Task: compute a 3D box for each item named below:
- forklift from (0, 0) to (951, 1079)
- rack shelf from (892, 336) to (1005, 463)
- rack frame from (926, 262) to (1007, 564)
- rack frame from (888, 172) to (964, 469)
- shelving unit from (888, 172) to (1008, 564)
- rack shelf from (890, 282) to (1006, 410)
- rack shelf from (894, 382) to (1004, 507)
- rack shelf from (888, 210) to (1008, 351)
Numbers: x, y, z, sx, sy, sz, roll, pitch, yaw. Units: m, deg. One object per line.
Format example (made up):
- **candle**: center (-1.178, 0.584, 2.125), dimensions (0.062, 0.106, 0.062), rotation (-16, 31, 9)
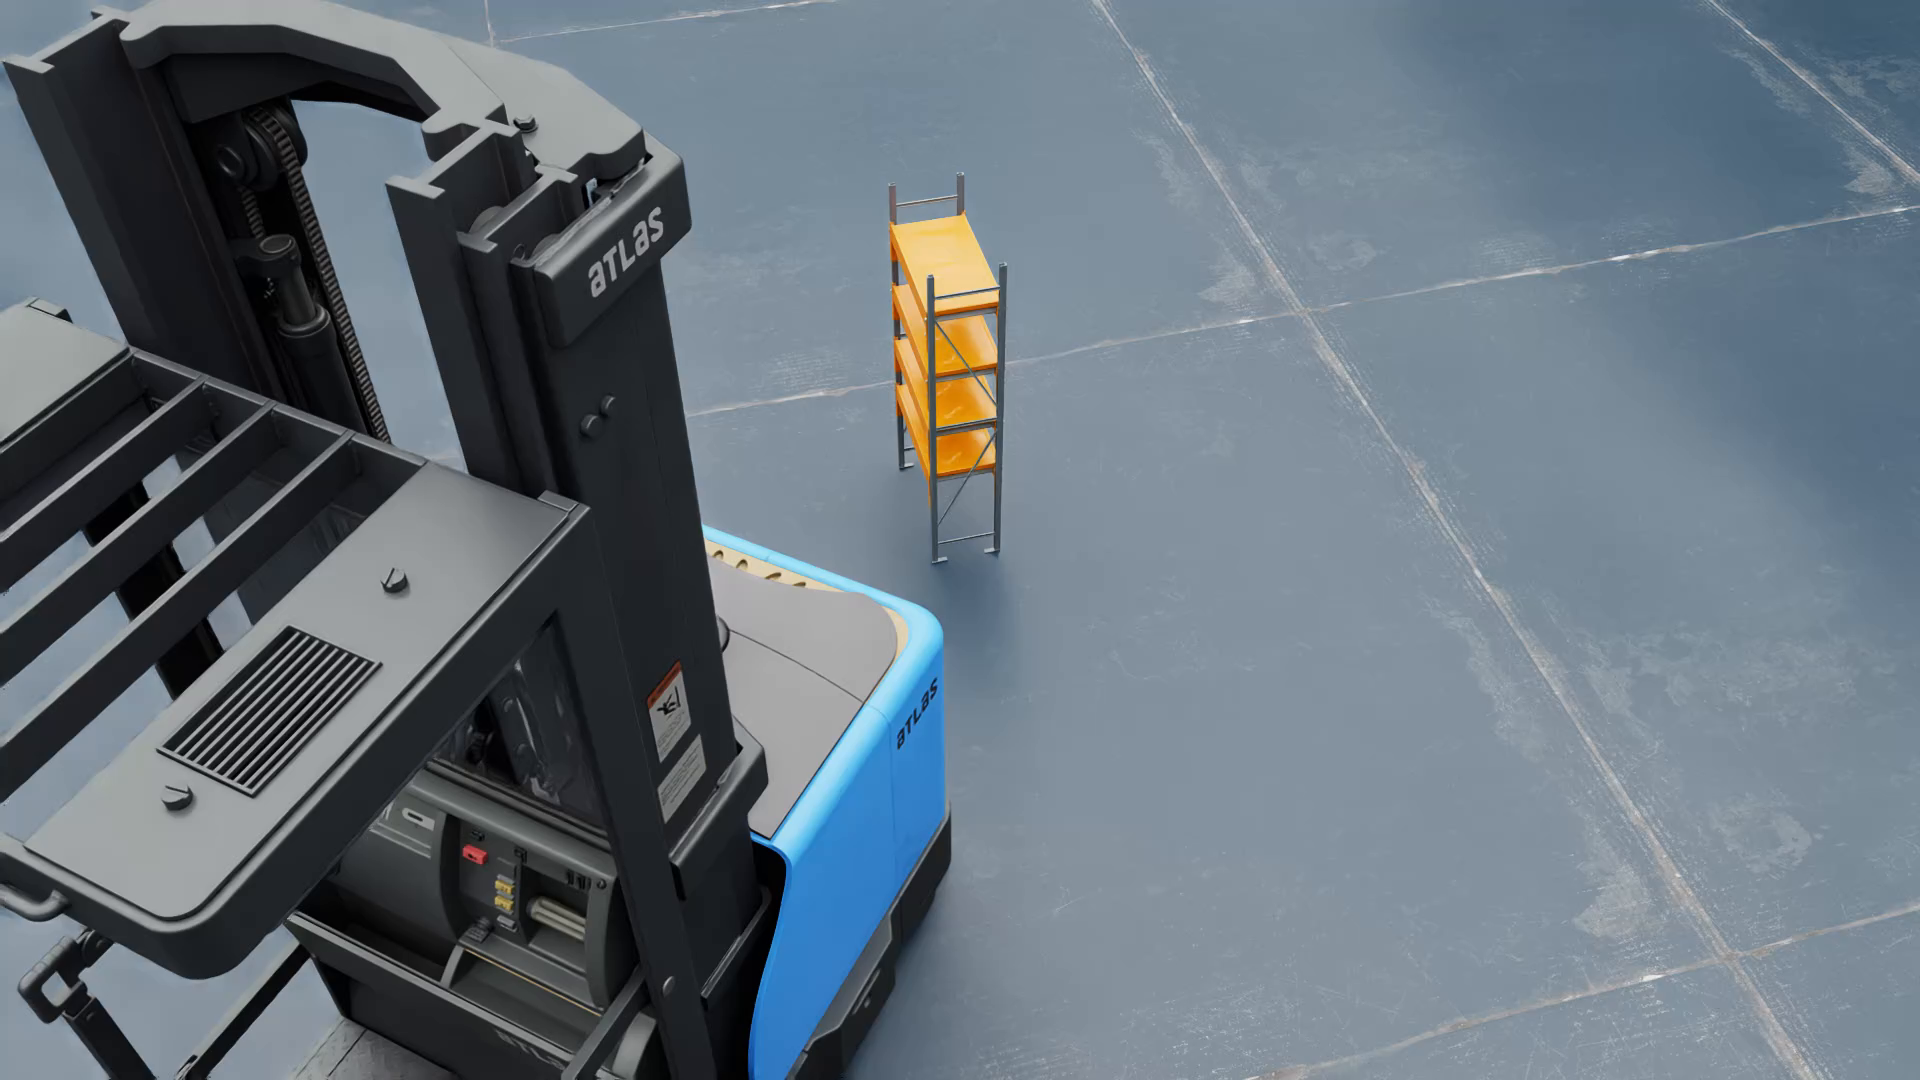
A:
- **forklift**: center (-1.134, 0.696, 3.016), dimensions (1.130, 2.935, 3.031), rotation (20, 49, 18)
- **rack shelf**: center (-0.042, -0.487, 5.482), dimensions (0.258, 0.148, 0.480), rotation (-11, 47, -10)
- **rack frame**: center (0.020, -0.366, 5.268), dimensions (0.240, 1.200, 0.015), rotation (-11, 47, -10)
- **rack frame**: center (-0.105, -0.703, 5.599), dimensions (0.240, 1.200, 0.015), rotation (-11, 47, -10)
- **shelving unit**: center (-0.042, -0.534, 5.433), dimensions (0.258, 1.200, 0.503), rotation (-11, 47, -10)
- **rack shelf**: center (-0.042, -0.644, 5.322), dimensions (0.258, 0.148, 0.480), rotation (-11, 47, -10)
- **rack shelf**: center (-0.042, -0.348, 5.623), dimensions (0.258, 0.148, 0.480), rotation (-11, 47, -10)
- **rack shelf**: center (-0.042, -0.809, 5.153), dimensions (0.258, 0.148, 0.480), rotation (-11, 47, -10)
